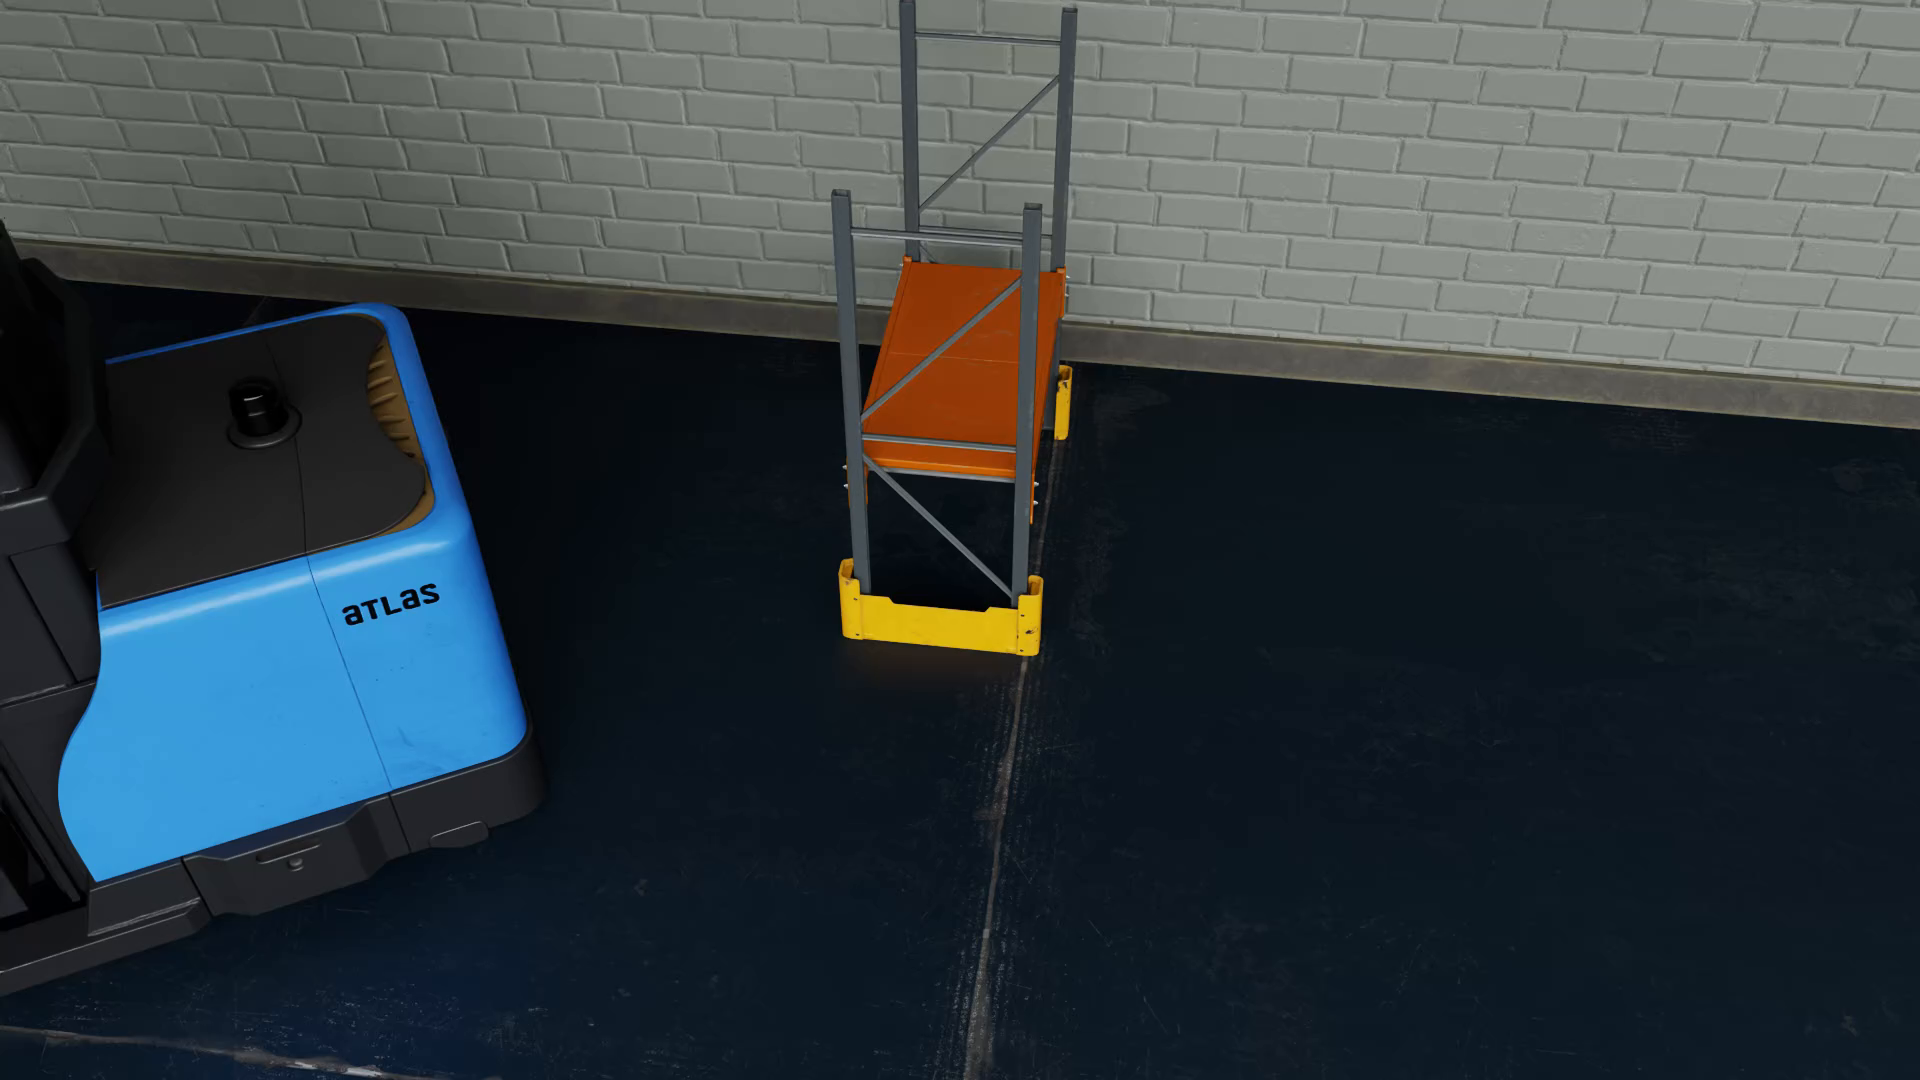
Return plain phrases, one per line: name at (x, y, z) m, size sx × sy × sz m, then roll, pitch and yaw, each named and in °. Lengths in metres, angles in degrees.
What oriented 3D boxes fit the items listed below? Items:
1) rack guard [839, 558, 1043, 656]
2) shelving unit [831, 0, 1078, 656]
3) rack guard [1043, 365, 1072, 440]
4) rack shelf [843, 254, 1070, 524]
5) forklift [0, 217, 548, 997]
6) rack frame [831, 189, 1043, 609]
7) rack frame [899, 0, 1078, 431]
rack guard at (-0.056, 0.197, 4.860) m, size 0.587 × 0.250 × 0.087 m, roll 5°, pitch 44°, yaw 6°
shelving unit at (0.010, -0.597, 4.789) m, size 0.587 × 1.500 × 1.083 m, roll 5°, pitch 44°, yaw 6°
rack guard at (0.076, -0.482, 5.577) m, size 0.587 × 0.250 × 0.087 m, roll 5°, pitch 44°, yaw 6°
rack shelf at (0.011, -0.472, 4.919) m, size 0.538 × 0.185 × 1.000 m, roll 5°, pitch 44°, yaw 6°
forklift at (-2.666, -0.226, 3.357) m, size 3.031 × 2.935 × 1.130 m, roll -16°, pitch 46°, yaw -17°
rack frame at (-0.056, -0.256, 4.430) m, size 0.500 × 1.500 × 0.032 m, roll 5°, pitch 44°, yaw 6°
rack frame at (0.078, -0.949, 5.162) m, size 0.500 × 1.500 × 0.032 m, roll 5°, pitch 44°, yaw 6°
